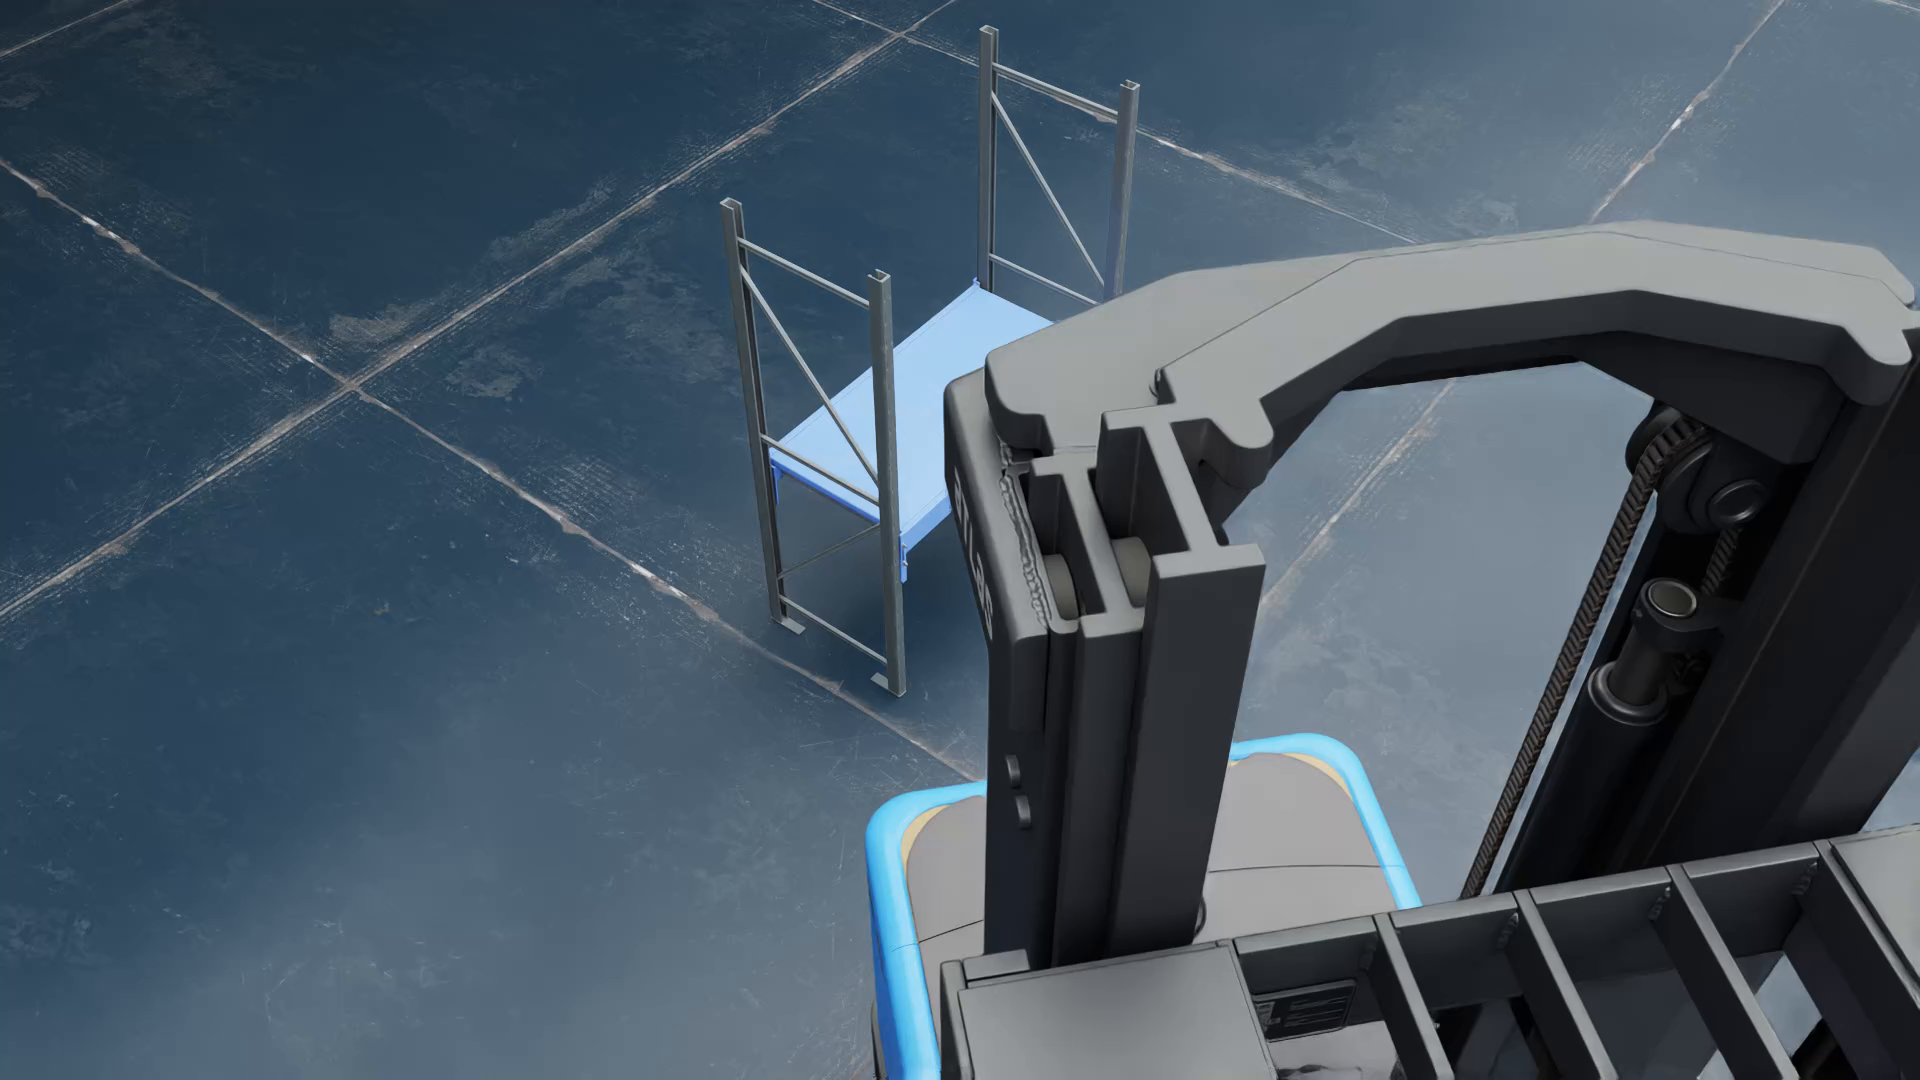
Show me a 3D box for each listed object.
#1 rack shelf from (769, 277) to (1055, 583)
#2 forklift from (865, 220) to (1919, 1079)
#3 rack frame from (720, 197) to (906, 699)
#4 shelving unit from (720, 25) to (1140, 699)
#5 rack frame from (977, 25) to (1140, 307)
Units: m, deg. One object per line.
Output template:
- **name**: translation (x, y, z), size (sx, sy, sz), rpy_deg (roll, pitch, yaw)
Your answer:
- **rack shelf**: translation (-0.052, -0.345, 4.791), size (0.538, 0.185, 1.000), rpy_deg (29, 53, 25)
- **forklift**: translation (0.570, 1.226, 2.052), size (1.130, 2.935, 3.031), rpy_deg (-8, 47, -7)
- **rack frame**: translation (-0.363, -0.178, 4.383), size (0.500, 1.500, 0.032), rpy_deg (29, 53, 25)
- **shelving unit**: translation (-0.052, -0.469, 4.661), size (0.538, 1.500, 1.048), rpy_deg (29, 53, 25)
- **rack frame**: translation (0.259, -0.760, 4.939), size (0.500, 1.500, 0.032), rpy_deg (29, 53, 25)
